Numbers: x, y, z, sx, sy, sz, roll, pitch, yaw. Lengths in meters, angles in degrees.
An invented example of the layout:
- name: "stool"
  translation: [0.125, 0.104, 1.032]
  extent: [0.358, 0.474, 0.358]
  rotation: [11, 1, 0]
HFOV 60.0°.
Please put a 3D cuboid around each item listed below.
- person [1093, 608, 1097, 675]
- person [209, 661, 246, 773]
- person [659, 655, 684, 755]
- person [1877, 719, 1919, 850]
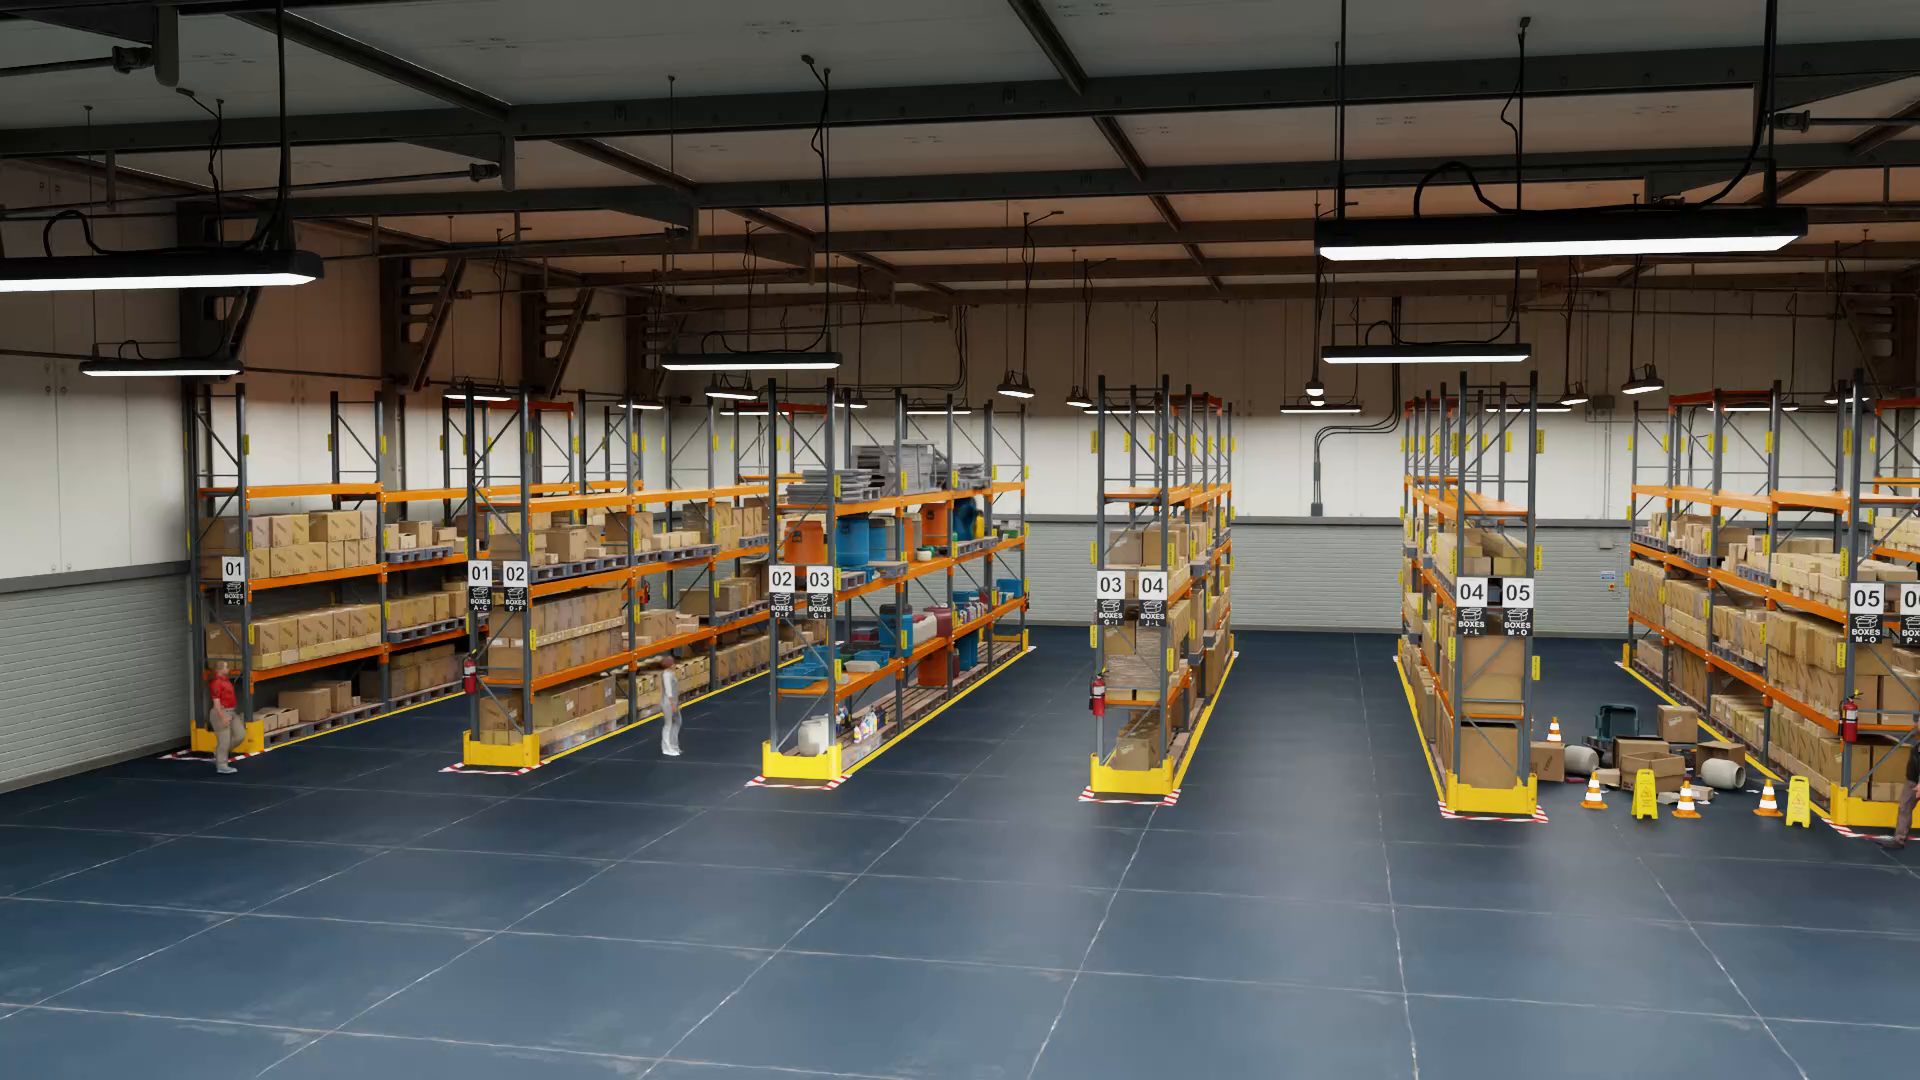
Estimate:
- name: "person"
  translation: [3.203, 2.050, 36.706]
  extent: [0.601, 1.745, 1.003]
  rotation: [1, 3, 13]
- name: "person"
  translation: [-11.218, 2.680, 25.260]
  extent: [0.516, 1.710, 0.542]
  rotation: [1, 3, 11]
- name: "person"
  translation: [-4.685, 2.684, 26.894]
  extent: [0.358, 1.646, 0.432]
  rotation: [0, 3, 7]
- name: "person"
  translation: [11.880, 2.992, 20.442]
  extent: [0.968, 1.696, 0.505]
  rotation: [0, 3, -8]
